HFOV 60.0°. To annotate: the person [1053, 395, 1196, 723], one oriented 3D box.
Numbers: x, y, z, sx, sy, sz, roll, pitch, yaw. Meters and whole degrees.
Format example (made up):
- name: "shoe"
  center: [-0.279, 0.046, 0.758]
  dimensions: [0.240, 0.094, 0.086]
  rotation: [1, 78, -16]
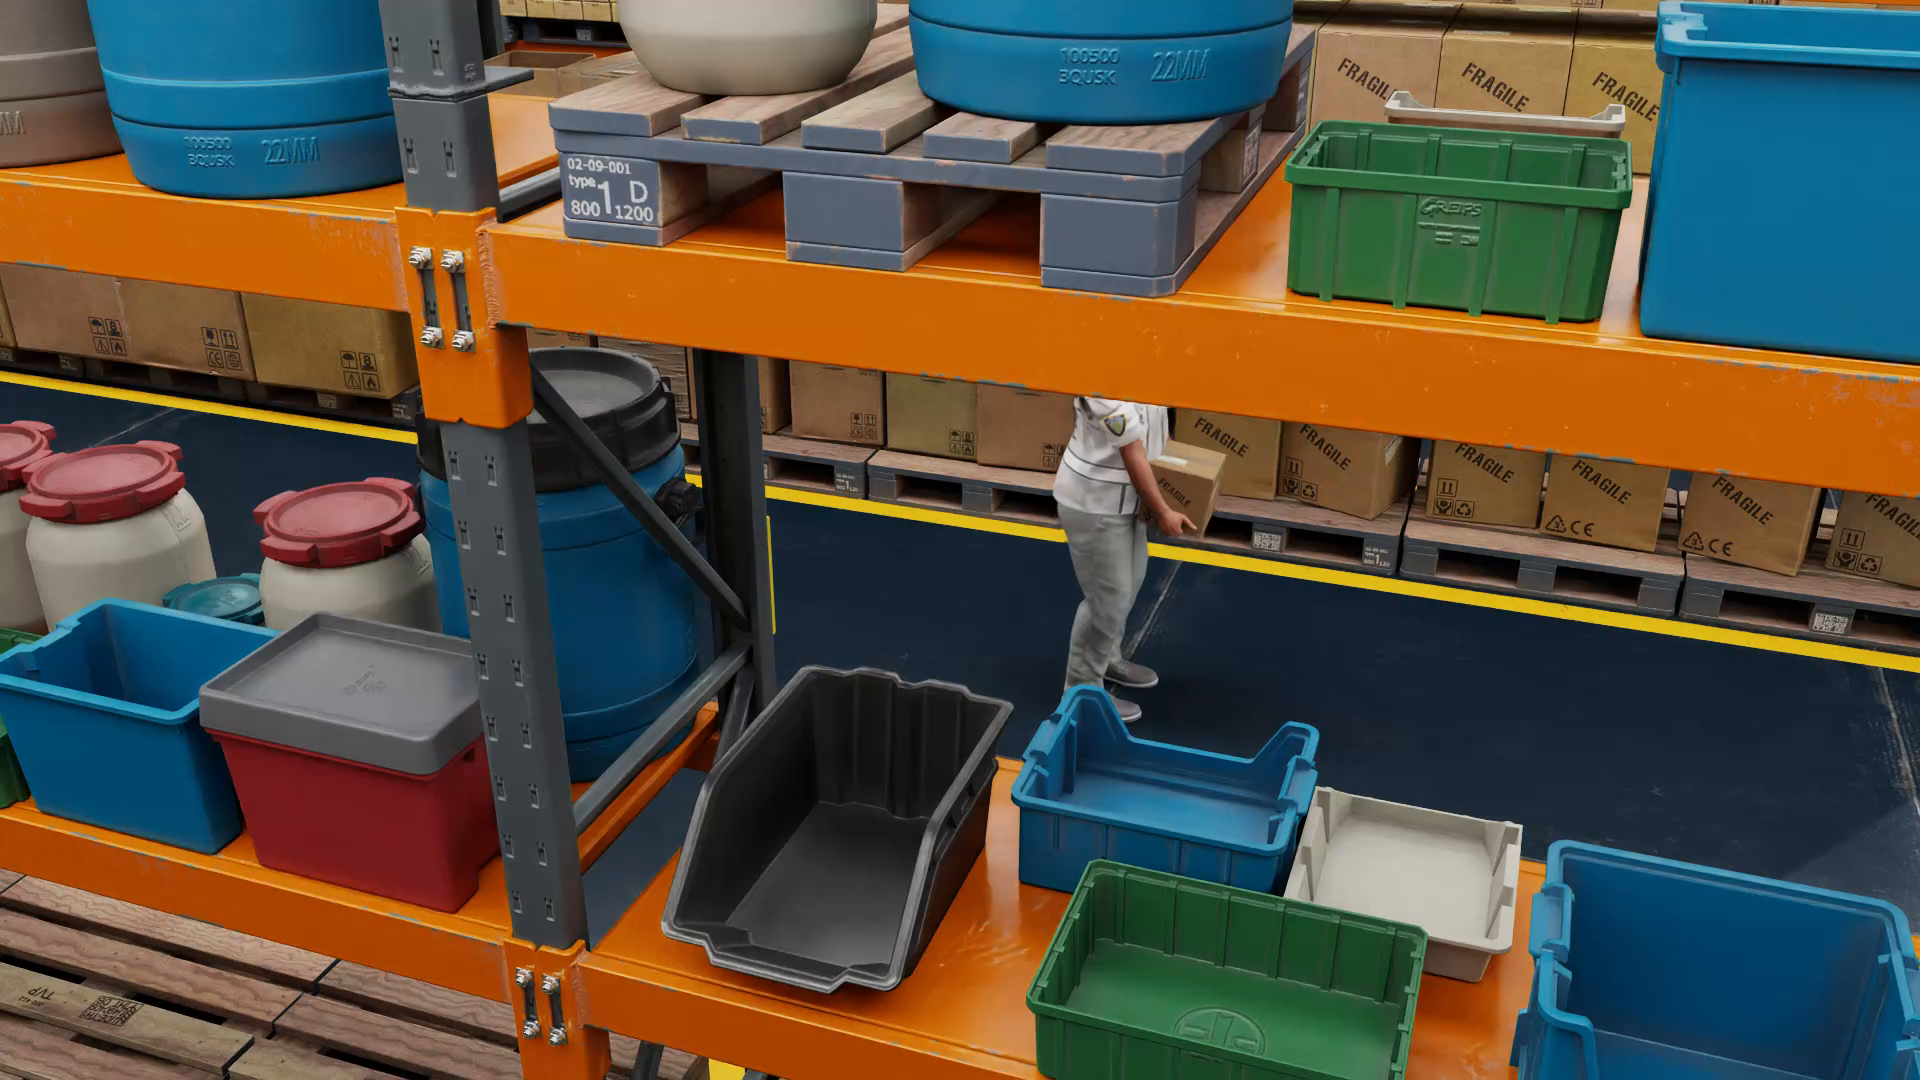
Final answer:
- name: "person"
  center: [0.660, -0.157, 6.426]
  dimensions: [0.574, 1.764, 0.490]
  rotation: [8, 27, 17]
